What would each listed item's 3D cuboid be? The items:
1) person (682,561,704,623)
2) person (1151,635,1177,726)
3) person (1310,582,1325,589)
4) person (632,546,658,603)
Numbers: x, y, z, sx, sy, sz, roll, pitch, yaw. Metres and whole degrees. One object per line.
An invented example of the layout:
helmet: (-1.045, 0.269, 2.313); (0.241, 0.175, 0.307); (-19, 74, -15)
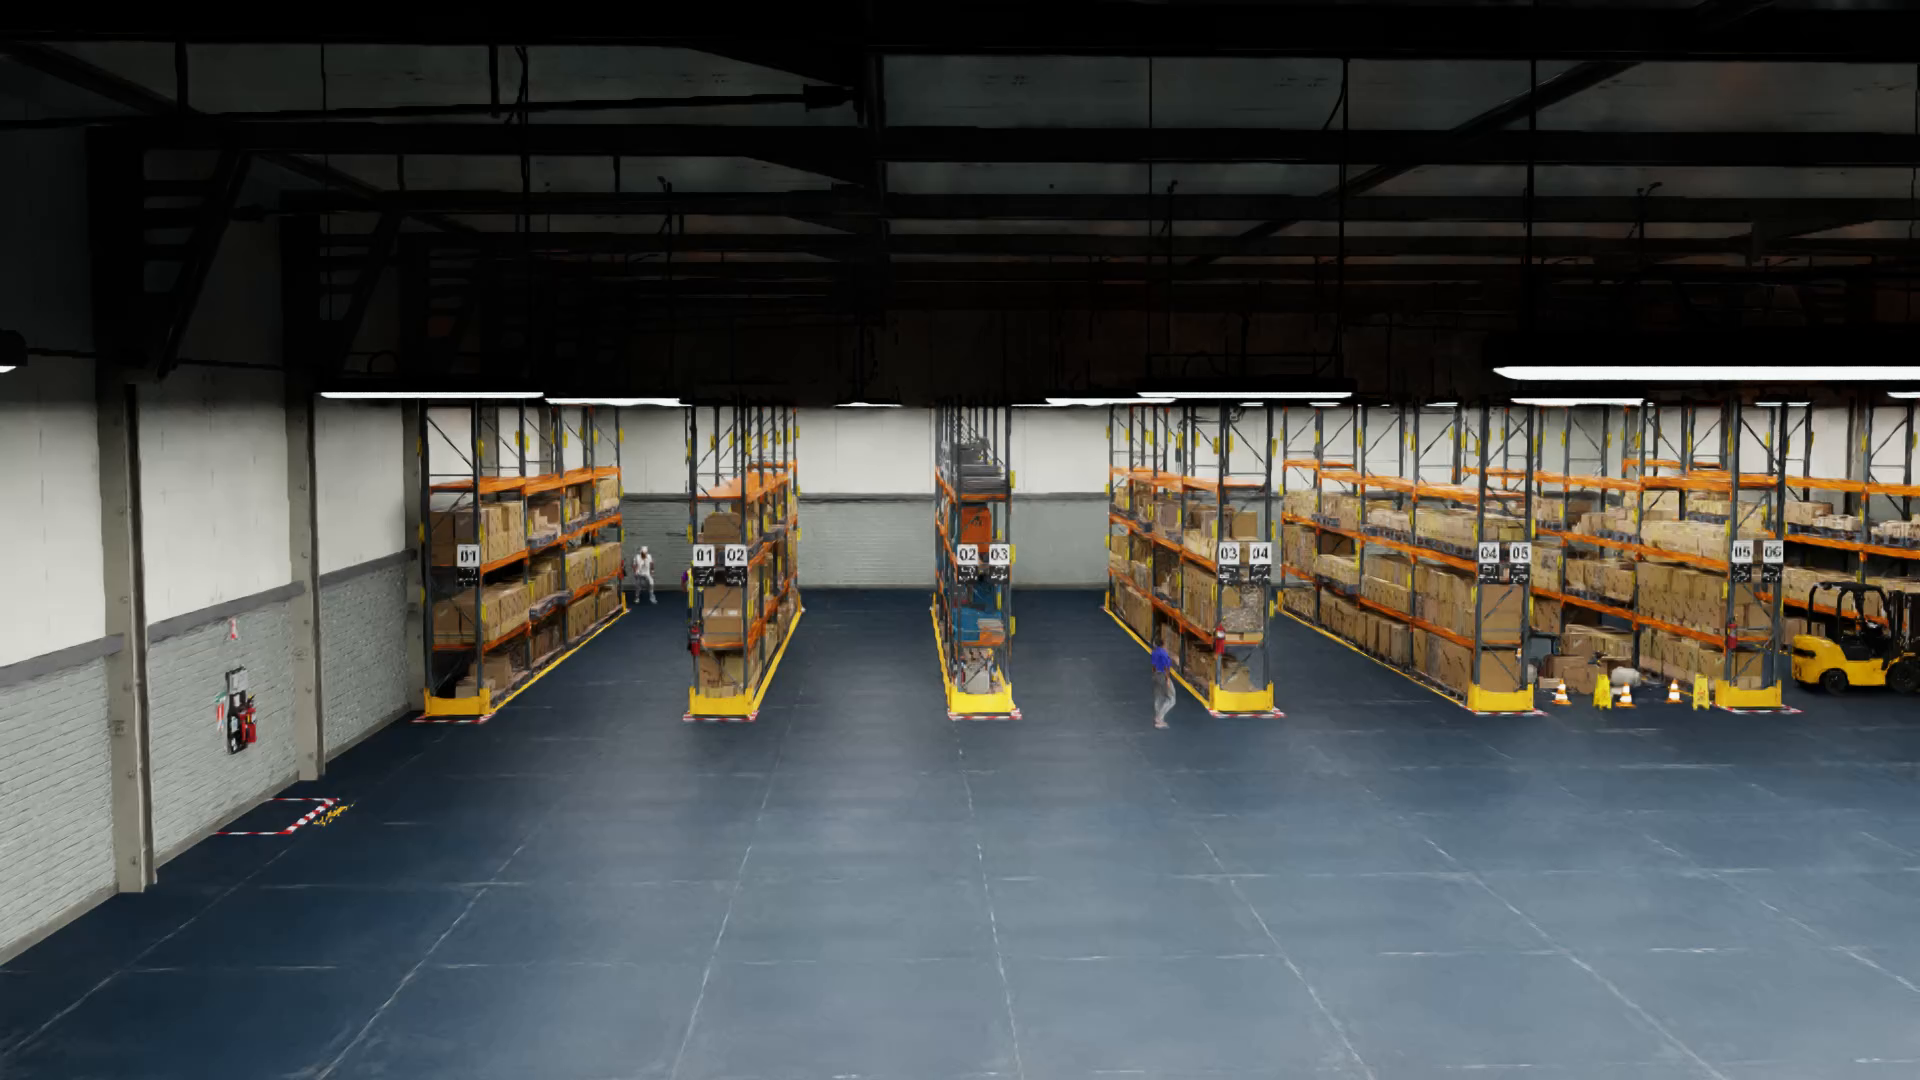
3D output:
person: (-7.093, 1.374, 44.499); (0.719, 1.714, 0.578); (0, 5, -3)
person: (3.609, 2.544, 29.900); (0.423, 1.655, 0.508); (-3, 5, -32)
person: (11.041, 0.871, 51.365); (0.445, 1.590, 1.110); (0, 4, 0)
person: (-9.307, 1.006, 48.941); (0.706, 1.714, 0.828); (-2, 5, -20)
